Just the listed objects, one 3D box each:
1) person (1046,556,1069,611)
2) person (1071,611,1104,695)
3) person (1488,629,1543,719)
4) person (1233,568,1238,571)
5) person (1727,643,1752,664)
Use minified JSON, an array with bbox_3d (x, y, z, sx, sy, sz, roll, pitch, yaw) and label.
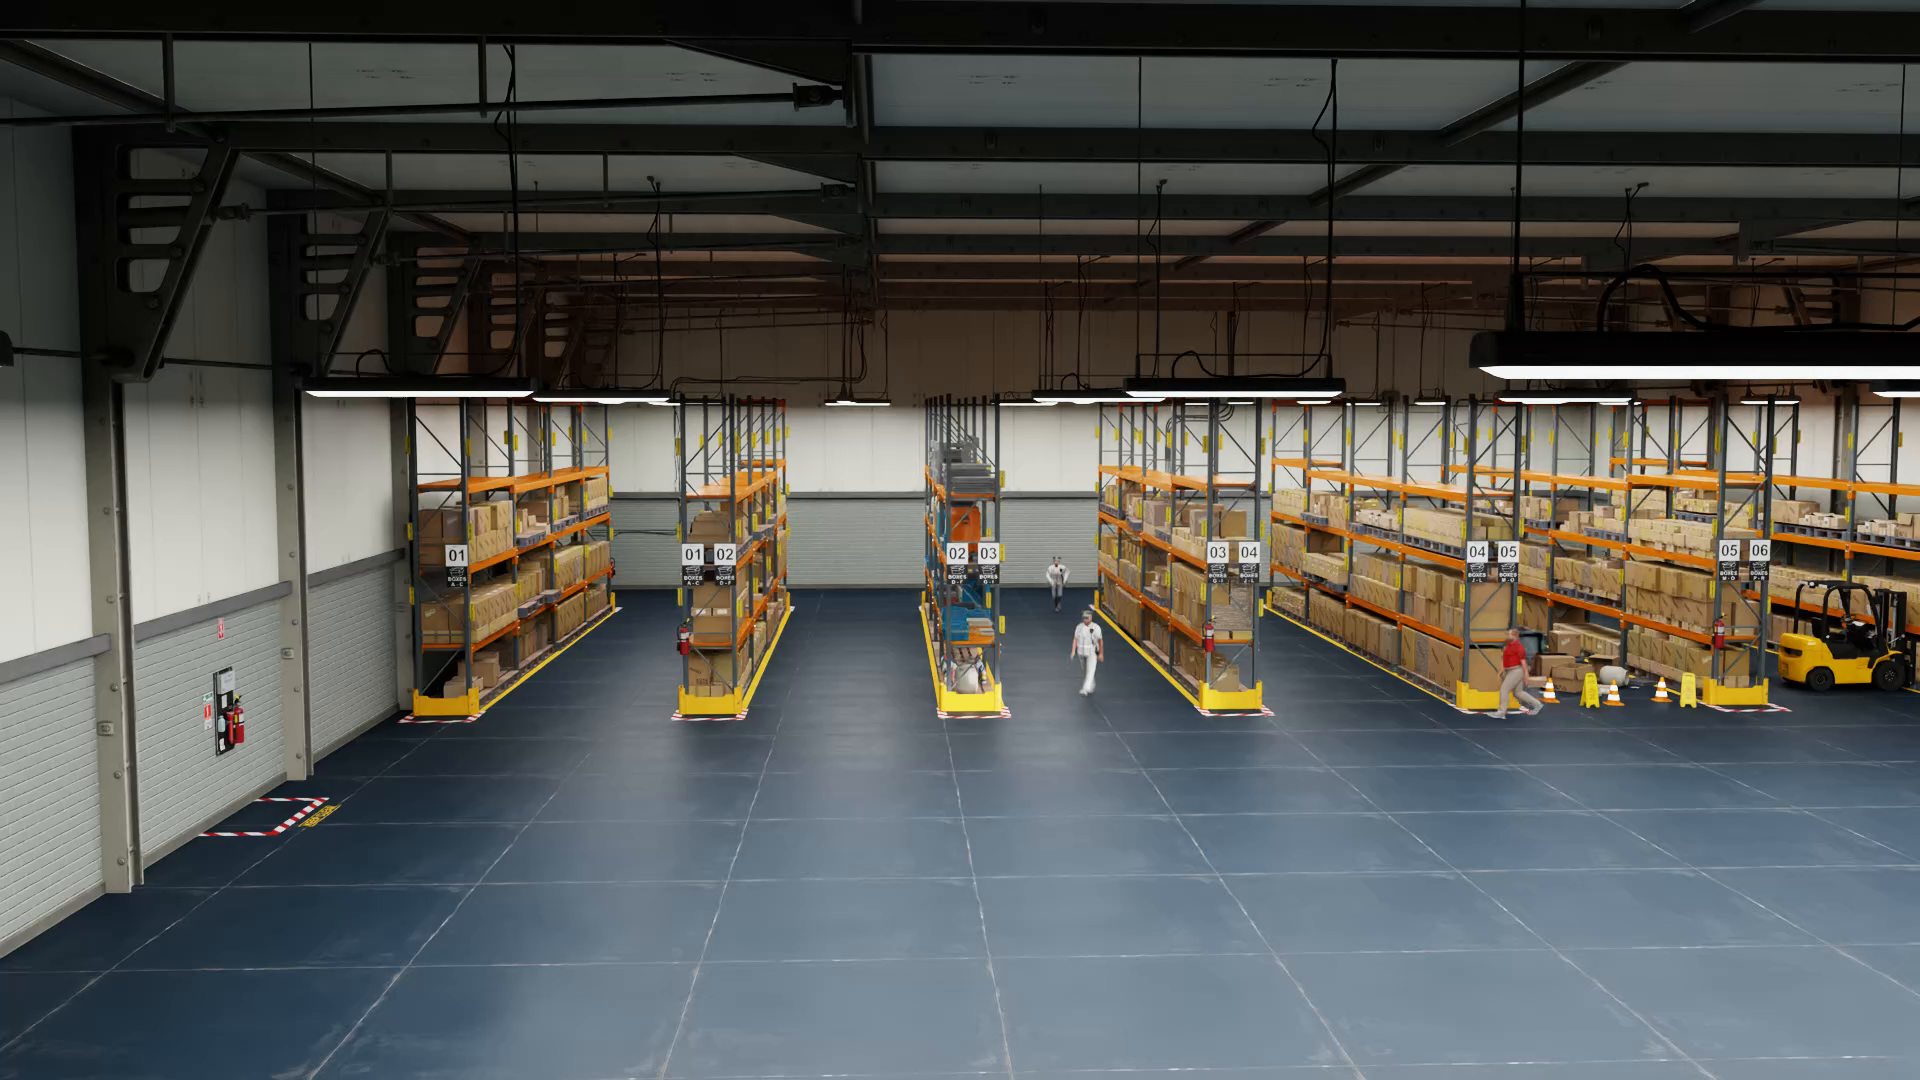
[{"bbox_3d":[2.754,1.231,46.822,0.645,1.600,0.694,1,5,7],"label":"person"},{"bbox_3d":[2.491,2.245,33.035,0.562,1.698,1.092,3,5,34],"label":"person"},{"bbox_3d":[10.249,2.460,30.687,1.018,1.665,0.585,0,5,2],"label":"person"},{"bbox_3d":[7.599,1.202,47.389,0.617,1.567,0.732,1,5,7],"label":"person"},{"bbox_3d":[17.074,1.996,36.346,0.651,1.721,0.774,-1,5,-17],"label":"person"}]
